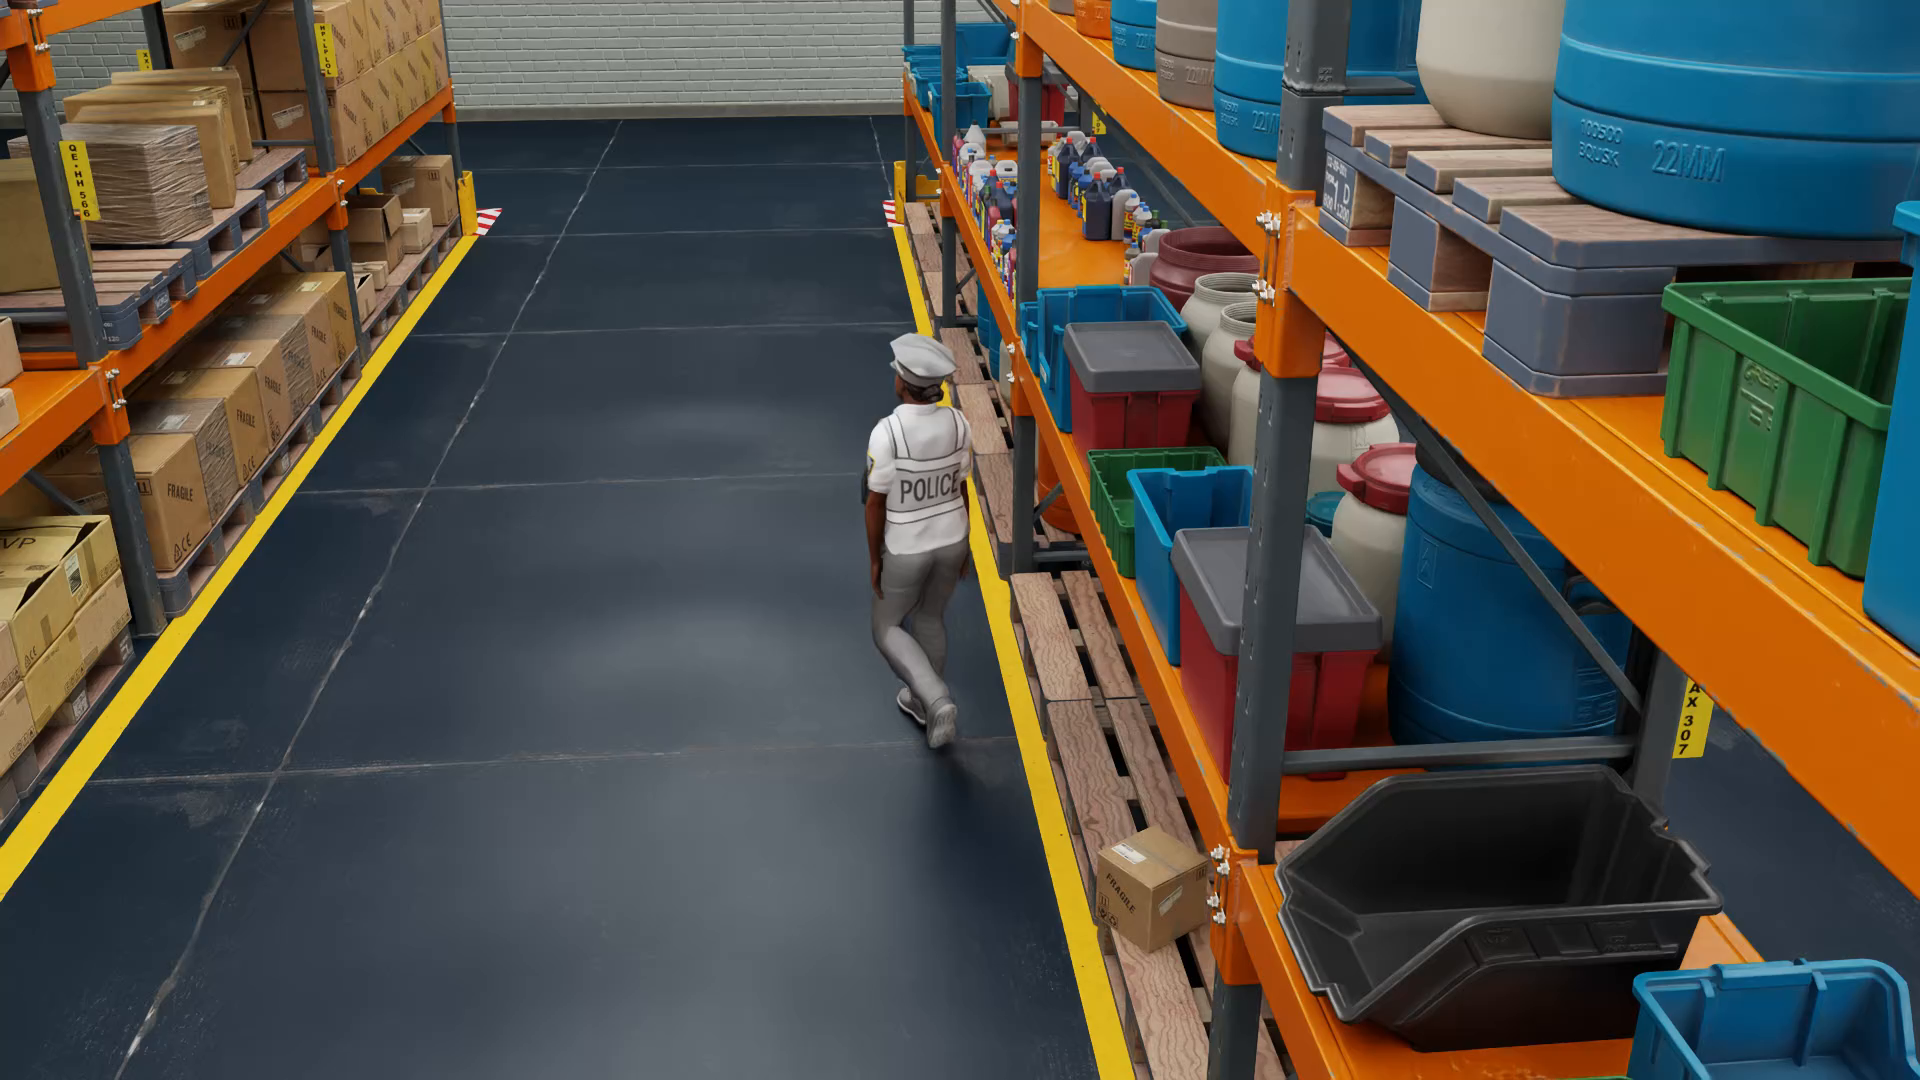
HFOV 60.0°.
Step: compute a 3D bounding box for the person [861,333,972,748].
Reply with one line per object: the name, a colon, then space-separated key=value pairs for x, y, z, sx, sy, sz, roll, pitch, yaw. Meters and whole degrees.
person: x=-0.146 y=0.030 z=6.473 sx=0.457 sy=1.669 sz=0.627 roll=-13 pitch=27 yaw=-27
